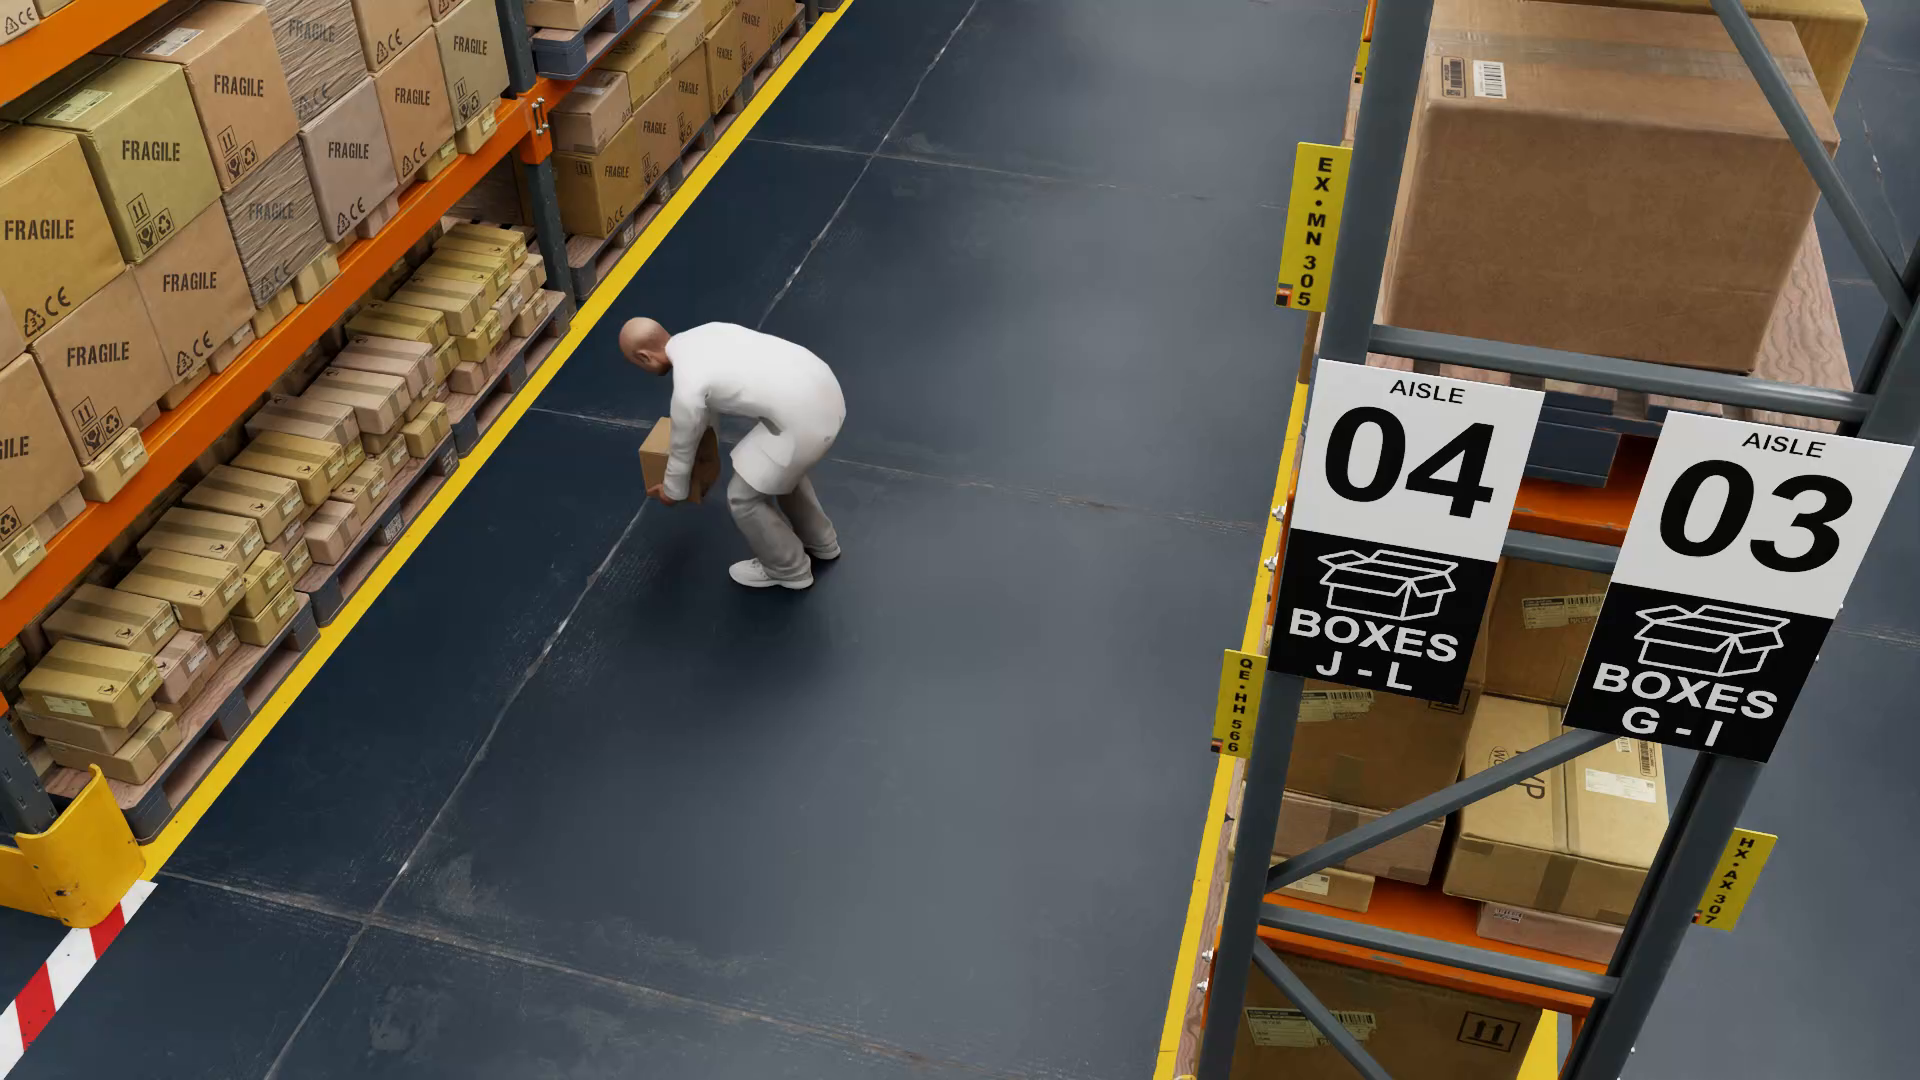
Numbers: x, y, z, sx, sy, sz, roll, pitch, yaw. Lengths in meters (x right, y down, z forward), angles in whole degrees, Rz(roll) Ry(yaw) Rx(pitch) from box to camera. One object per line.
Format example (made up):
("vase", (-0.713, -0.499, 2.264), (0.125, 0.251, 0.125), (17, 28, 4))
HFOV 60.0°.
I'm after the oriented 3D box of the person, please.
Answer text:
("person", (-0.931, -0.379, 7.035), (0.922, 1.231, 0.568), (8, 41, 10))
